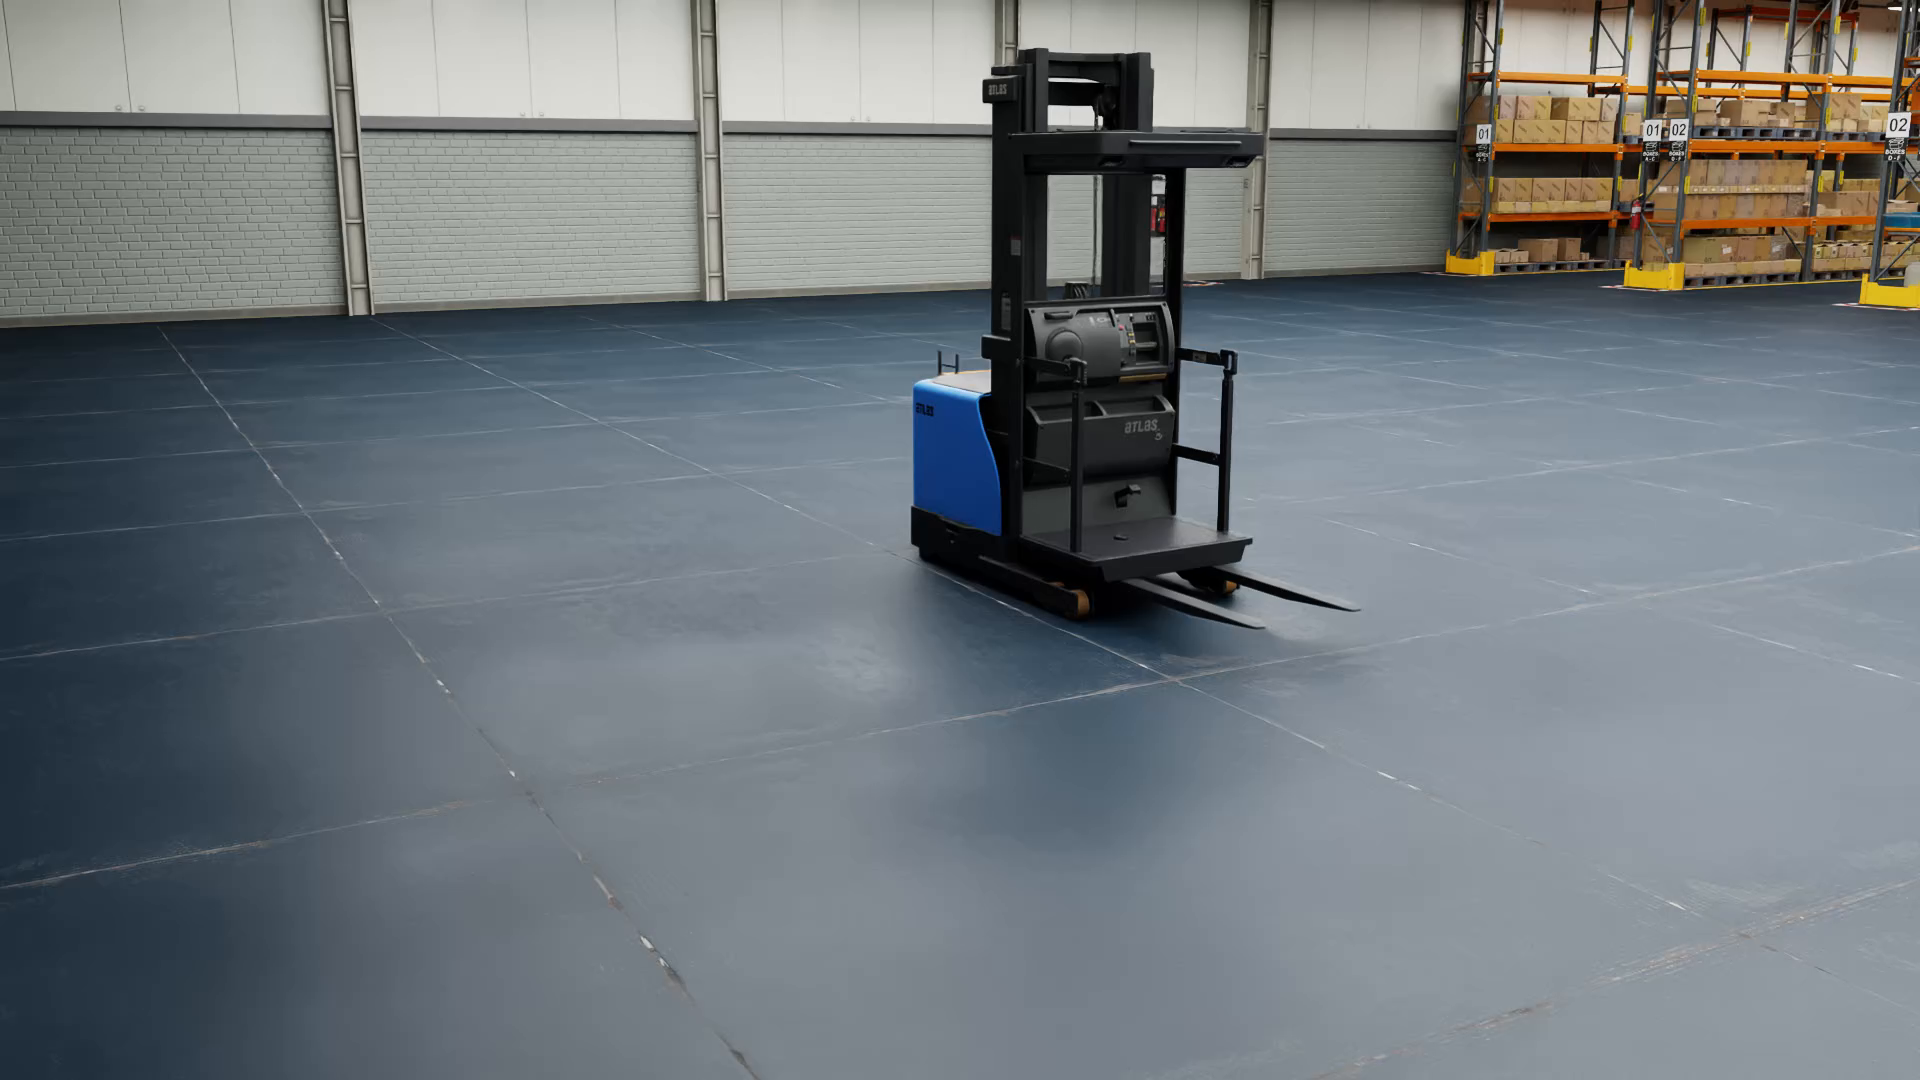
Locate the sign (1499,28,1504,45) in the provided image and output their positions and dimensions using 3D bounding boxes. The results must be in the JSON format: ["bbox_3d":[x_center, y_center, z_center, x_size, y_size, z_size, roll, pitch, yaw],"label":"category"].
[{"bbox_3d":[11.492,-10.690,35.306,0.005,0.325,0.100,-7,14,-28],"label":"sign"}]

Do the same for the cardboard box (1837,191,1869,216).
[{"bbox_3d":[18.704,-7.074,34.984,0.500,0.500,0.500,-7,14,-28],"label":"cardboard box"}]

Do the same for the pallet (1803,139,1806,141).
[{"bbox_3d":[20.984,-9.900,41.371,1.217,0.209,0.805,-8,15,-30],"label":"pallet"}]

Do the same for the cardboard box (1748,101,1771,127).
[{"bbox_3d":[15.614,-8.478,33.106,0.637,0.503,0.797,-5,14,-22],"label":"cardboard box"}]

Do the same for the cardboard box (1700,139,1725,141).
[{"bbox_3d":[17.752,-9.517,39.390,0.500,0.311,0.500,-7,14,-28],"label":"cardboard box"}]

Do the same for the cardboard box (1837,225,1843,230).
[{"bbox_3d":[22.941,-8.103,43.043,0.250,0.149,0.380,-7,15,-30],"label":"cardboard box"}]

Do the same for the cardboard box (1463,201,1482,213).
[{"bbox_3d":[11.550,-7.396,36.939,0.500,0.250,0.500,-7,14,-27],"label":"cardboard box"}]

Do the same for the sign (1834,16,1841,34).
[{"bbox_3d":[17.364,-10.190,32.904,0.005,0.325,0.100,-7,14,-28],"label":"sign"}]

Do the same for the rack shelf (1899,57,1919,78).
[{"bbox_3d":[17.735,-8.055,28.456,4.000,0.370,1.077,-7,14,-28],"label":"rack shelf"}]

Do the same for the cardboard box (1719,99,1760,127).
[{"bbox_3d":[15.198,-8.326,32.440,0.500,0.500,0.500,-7,14,-28],"label":"cardboard box"}]

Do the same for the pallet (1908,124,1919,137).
[{"bbox_3d":[16.752,-6.904,28.051,1.213,0.211,1.003,-7,14,-28],"label":"pallet"}]

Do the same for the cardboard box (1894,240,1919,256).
[{"bbox_3d":[20.289,-6.295,35.778,0.500,0.311,0.500,-6,14,-26],"label":"cardboard box"}]

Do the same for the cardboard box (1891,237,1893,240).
[{"bbox_3d":[23.829,-7.843,43.365,0.500,0.500,0.700,-7,15,-30],"label":"cardboard box"}]

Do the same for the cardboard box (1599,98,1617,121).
[{"bbox_3d":[14.433,-9.699,37.491,0.500,0.500,0.500,-8,15,-33],"label":"cardboard box"}]

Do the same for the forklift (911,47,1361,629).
[{"bbox_3d":[0.891,-1.124,8.926,1.130,2.935,3.031,-8,15,-30],"label":"forklift"}]

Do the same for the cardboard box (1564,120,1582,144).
[{"bbox_3d":[13.500,-9.099,37.103,0.500,0.500,0.500,-7,15,-30],"label":"cardboard box"}]

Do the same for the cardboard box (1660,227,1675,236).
[{"bbox_3d":[16.668,-7.387,39.585,0.500,0.250,0.500,-7,14,-28],"label":"cardboard box"}]

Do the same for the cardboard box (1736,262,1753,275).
[{"bbox_3d":[15.504,-5.453,33.316,0.500,0.250,0.500,-7,14,-28],"label":"cardboard box"}]

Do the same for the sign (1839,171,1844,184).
[{"bbox_3d":[22.034,-9.058,41.571,0.005,0.325,0.100,-7,14,-28],"label":"sign"}]

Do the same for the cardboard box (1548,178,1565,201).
[{"bbox_3d":[13.138,-7.828,37.148,0.500,0.500,0.500,-6,14,-26],"label":"cardboard box"}]

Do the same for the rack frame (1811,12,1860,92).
[{"bbox_3d":[21.765,-11.563,41.491,0.127,3.000,1.000,-7,14,-28],"label":"rack frame"}]

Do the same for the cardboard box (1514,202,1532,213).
[{"bbox_3d":[12.262,-7.357,36.766,0.500,0.250,0.500,-7,15,-30],"label":"cardboard box"}]

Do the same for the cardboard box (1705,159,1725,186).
[{"bbox_3d":[14.530,-7.209,32.629,0.500,0.500,0.700,-7,15,-29],"label":"cardboard box"}]

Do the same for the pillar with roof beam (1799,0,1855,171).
[{"bbox_3d":[24.028,-10.973,38.872,0.548,9.000,9.100,-7,14,-28],"label":"pillar with roof beam"}]

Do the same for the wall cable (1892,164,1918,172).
[{"bbox_3d":[25.947,-9.869,45.316,1.851,1.984,0.084,-7,14,-28],"label":"wall cable"}]

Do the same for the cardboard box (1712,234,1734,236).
[{"bbox_3d":[15.685,-5.975,33.927,0.500,0.500,0.500,-7,14,-28],"label":"cardboard box"}]

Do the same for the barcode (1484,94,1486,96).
[{"bbox_3d":[11.616,-9.837,36.784,0.075,0.075,0.001,-7,14,-28],"label":"barcode"}]

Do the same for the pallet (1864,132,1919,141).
[{"bbox_3d":[20.078,-8.543,35.337,1.003,0.211,1.213,-6,14,-25],"label":"pallet"}]

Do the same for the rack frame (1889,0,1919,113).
[{"bbox_3d":[15.979,-8.391,27.398,0.127,3.000,1.000,-7,14,-28],"label":"rack frame"}]

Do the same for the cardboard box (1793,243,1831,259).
[{"bbox_3d":[17.602,-5.972,34.344,0.500,0.311,0.500,-7,14,-28],"label":"cardboard box"}]

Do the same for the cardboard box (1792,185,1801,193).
[{"bbox_3d":[16.766,-7.110,33.663,0.250,0.149,0.380,-7,15,-29],"label":"cardboard box"}]

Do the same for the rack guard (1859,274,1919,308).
[{"bbox_3d":[16.023,-4.262,28.407,0.348,0.500,1.175,-7,14,-28],"label":"rack guard"}]

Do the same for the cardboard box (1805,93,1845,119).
[{"bbox_3d":[17.680,-8.858,33.983,0.500,0.500,0.500,-7,14,-27],"label":"cardboard box"}]

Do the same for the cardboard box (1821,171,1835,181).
[{"bbox_3d":[21.478,-9.107,41.584,0.500,0.250,0.500,-6,14,-26],"label":"cardboard box"}]

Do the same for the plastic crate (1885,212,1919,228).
[{"bbox_3d":[16.275,-5.502,28.563,0.616,0.251,0.499,-7,14,-28],"label":"plastic crate"}]

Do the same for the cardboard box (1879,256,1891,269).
[{"bbox_3d":[19.392,-5.914,35.364,0.500,0.250,0.500,-6,14,-27],"label":"cardboard box"}]

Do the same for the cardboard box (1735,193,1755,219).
[{"bbox_3d":[15.382,-6.678,33.222,0.500,0.500,0.700,-6,14,-26],"label":"cardboard box"}]

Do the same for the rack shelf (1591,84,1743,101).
[{"bbox_3d":[16.499,-10.385,38.809,4.000,0.370,1.077,-7,14,-28],"label":"rack shelf"}]

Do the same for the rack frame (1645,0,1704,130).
[{"bbox_3d":[13.609,-9.346,31.641,0.127,3.000,1.000,-7,14,-28],"label":"rack frame"}]

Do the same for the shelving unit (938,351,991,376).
[{"bbox_3d":[0.138,-0.605,10.567,0.503,1.200,0.258,-8,15,-30],"label":"shelving unit"}]

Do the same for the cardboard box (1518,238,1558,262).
[{"bbox_3d":[13.051,-6.551,37.579,0.500,0.500,0.700,-8,15,-31],"label":"cardboard box"}]

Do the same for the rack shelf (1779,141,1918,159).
[{"bbox_3d":[18.875,-8.163,34.854,4.000,0.370,1.077,-7,14,-28],"label":"rack shelf"}]

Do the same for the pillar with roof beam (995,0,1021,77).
[{"bbox_3d":[2.962,-8.448,27.654,0.400,9.000,9.100,-7,14,-28],"label":"pillar with roof beam"}]

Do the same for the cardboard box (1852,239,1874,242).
[{"bbox_3d":[19.573,-6.342,35.988,0.500,0.311,0.500,-7,15,-29],"label":"cardboard box"}]

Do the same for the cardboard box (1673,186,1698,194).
[{"bbox_3d":[14.057,-6.784,32.217,0.250,0.149,0.380,-7,14,-28],"label":"cardboard box"}]

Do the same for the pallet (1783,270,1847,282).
[{"bbox_3d":[17.748,-5.565,34.854,1.213,0.211,1.003,-7,14,-28],"label":"pallet"}]

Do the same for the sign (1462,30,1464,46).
[{"bbox_3d":[10.984,-10.942,36.246,0.005,0.325,0.100,-7,14,-28],"label":"sign"}]

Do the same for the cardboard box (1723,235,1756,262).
[{"bbox_3d":[15.504,-5.819,33.233,0.500,0.500,0.500,-7,14,-28],"label":"cardboard box"}]

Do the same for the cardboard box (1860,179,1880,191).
[{"bbox_3d":[22.892,-8.912,42.693,0.700,0.700,0.980,-7,15,-29],"label":"cardboard box"}]

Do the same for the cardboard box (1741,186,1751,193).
[{"bbox_3d":[15.406,-6.946,32.935,0.250,0.149,0.380,-7,14,-27],"label":"cardboard box"}]

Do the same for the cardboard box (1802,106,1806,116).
[{"bbox_3d":[20.930,-10.661,41.380,0.500,0.250,0.500,-6,14,-24],"label":"cardboard box"}]

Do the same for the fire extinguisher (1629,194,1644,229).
[{"bbox_3d":[13.283,-6.458,32.651,0.183,0.674,0.296,-7,14,-28],"label":"fire extinguisher"}]
